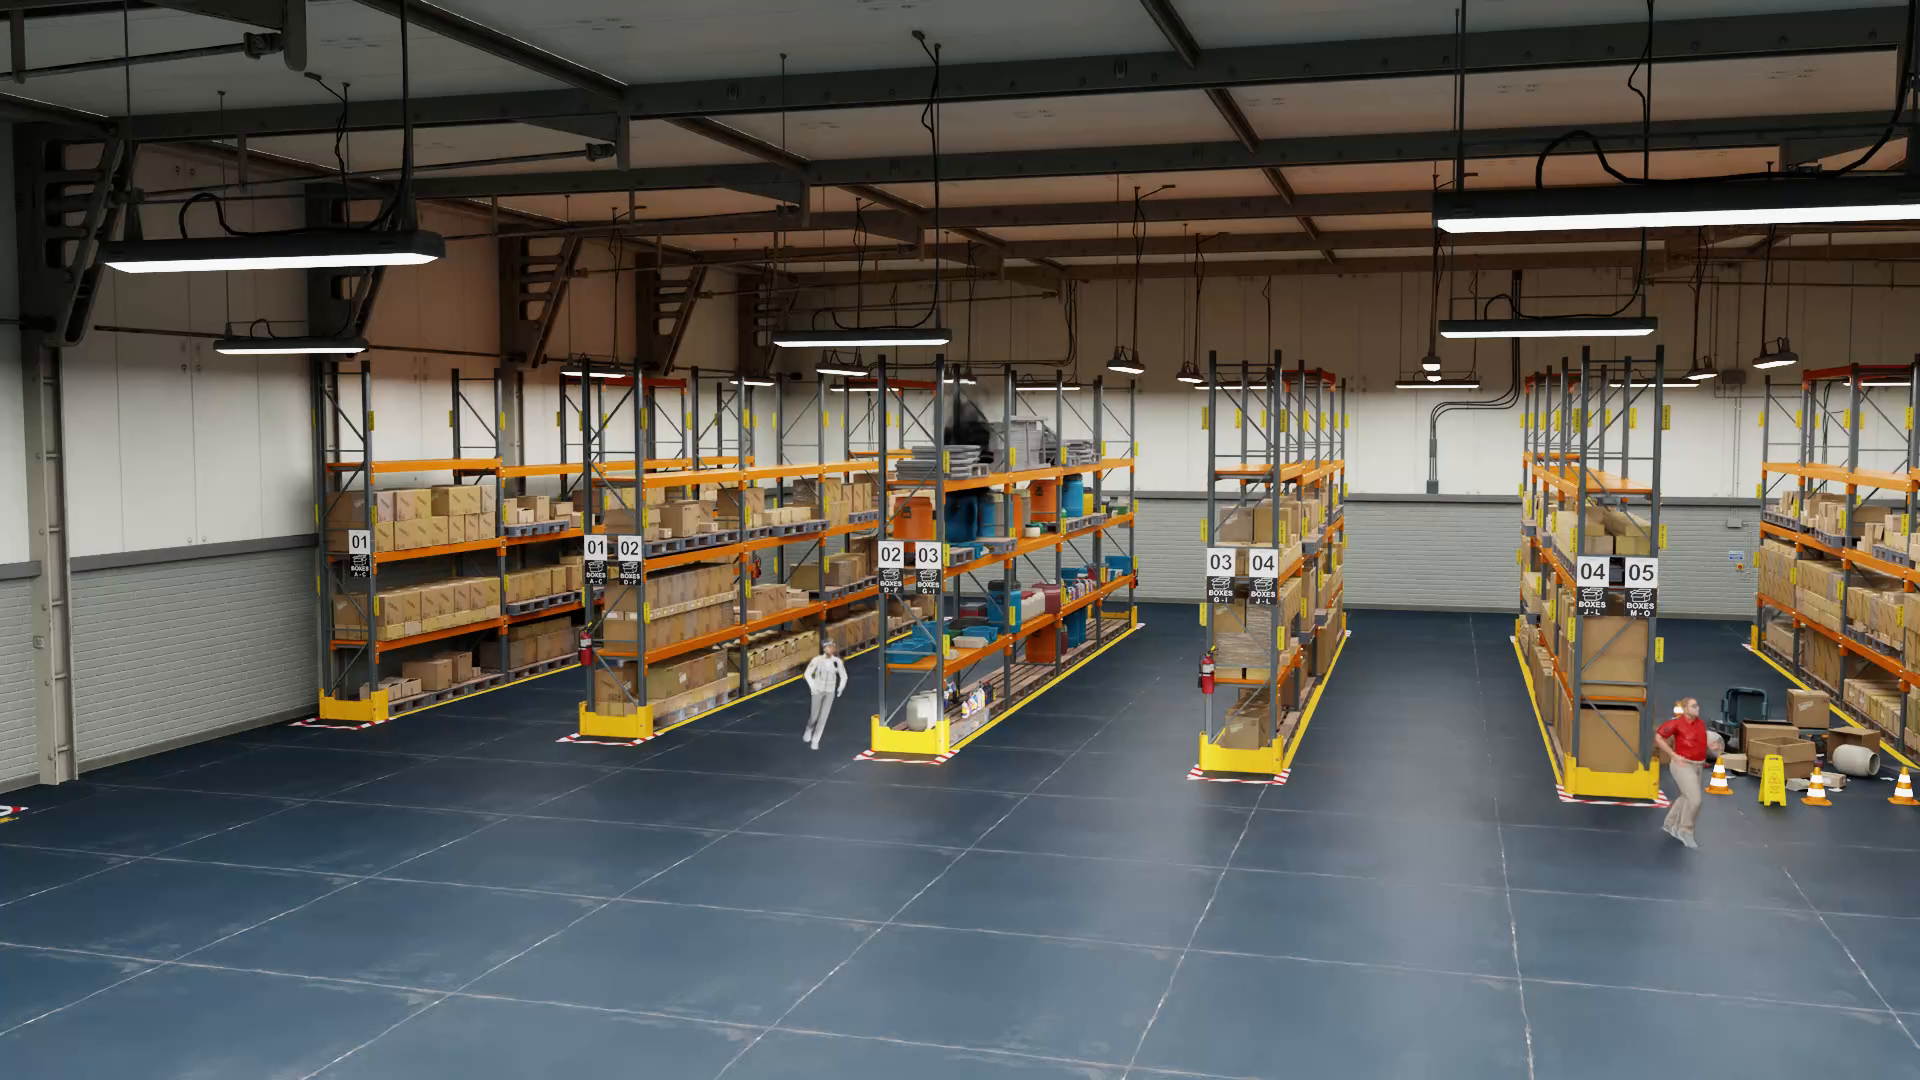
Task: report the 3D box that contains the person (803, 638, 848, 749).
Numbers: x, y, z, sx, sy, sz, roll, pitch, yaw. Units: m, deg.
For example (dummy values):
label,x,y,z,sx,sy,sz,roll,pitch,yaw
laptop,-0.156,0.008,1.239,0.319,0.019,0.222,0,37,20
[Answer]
label,x,y,z,sx,sy,sz,roll,pitch,yaw
person,-2.014,2.284,25.045,0.667,1.638,0.596,-1,4,-13

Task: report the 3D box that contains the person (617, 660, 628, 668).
label,x,y,z,sx,sy,sz,roll,pitch,yaw
person,-5.953,1.960,30.078,0.643,1.846,0.774,0,4,7

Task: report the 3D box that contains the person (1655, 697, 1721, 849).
label,x,y,z,sx,sy,sz,roll,pitch,yaw
person,8.644,2.761,19.702,0.652,1.795,0.695,-3,5,-32

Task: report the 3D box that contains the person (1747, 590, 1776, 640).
label,x,y,z,sx,sy,sz,roll,pitch,yaw
person,18.251,1.504,37.650,0.849,1.622,0.676,3,5,40
